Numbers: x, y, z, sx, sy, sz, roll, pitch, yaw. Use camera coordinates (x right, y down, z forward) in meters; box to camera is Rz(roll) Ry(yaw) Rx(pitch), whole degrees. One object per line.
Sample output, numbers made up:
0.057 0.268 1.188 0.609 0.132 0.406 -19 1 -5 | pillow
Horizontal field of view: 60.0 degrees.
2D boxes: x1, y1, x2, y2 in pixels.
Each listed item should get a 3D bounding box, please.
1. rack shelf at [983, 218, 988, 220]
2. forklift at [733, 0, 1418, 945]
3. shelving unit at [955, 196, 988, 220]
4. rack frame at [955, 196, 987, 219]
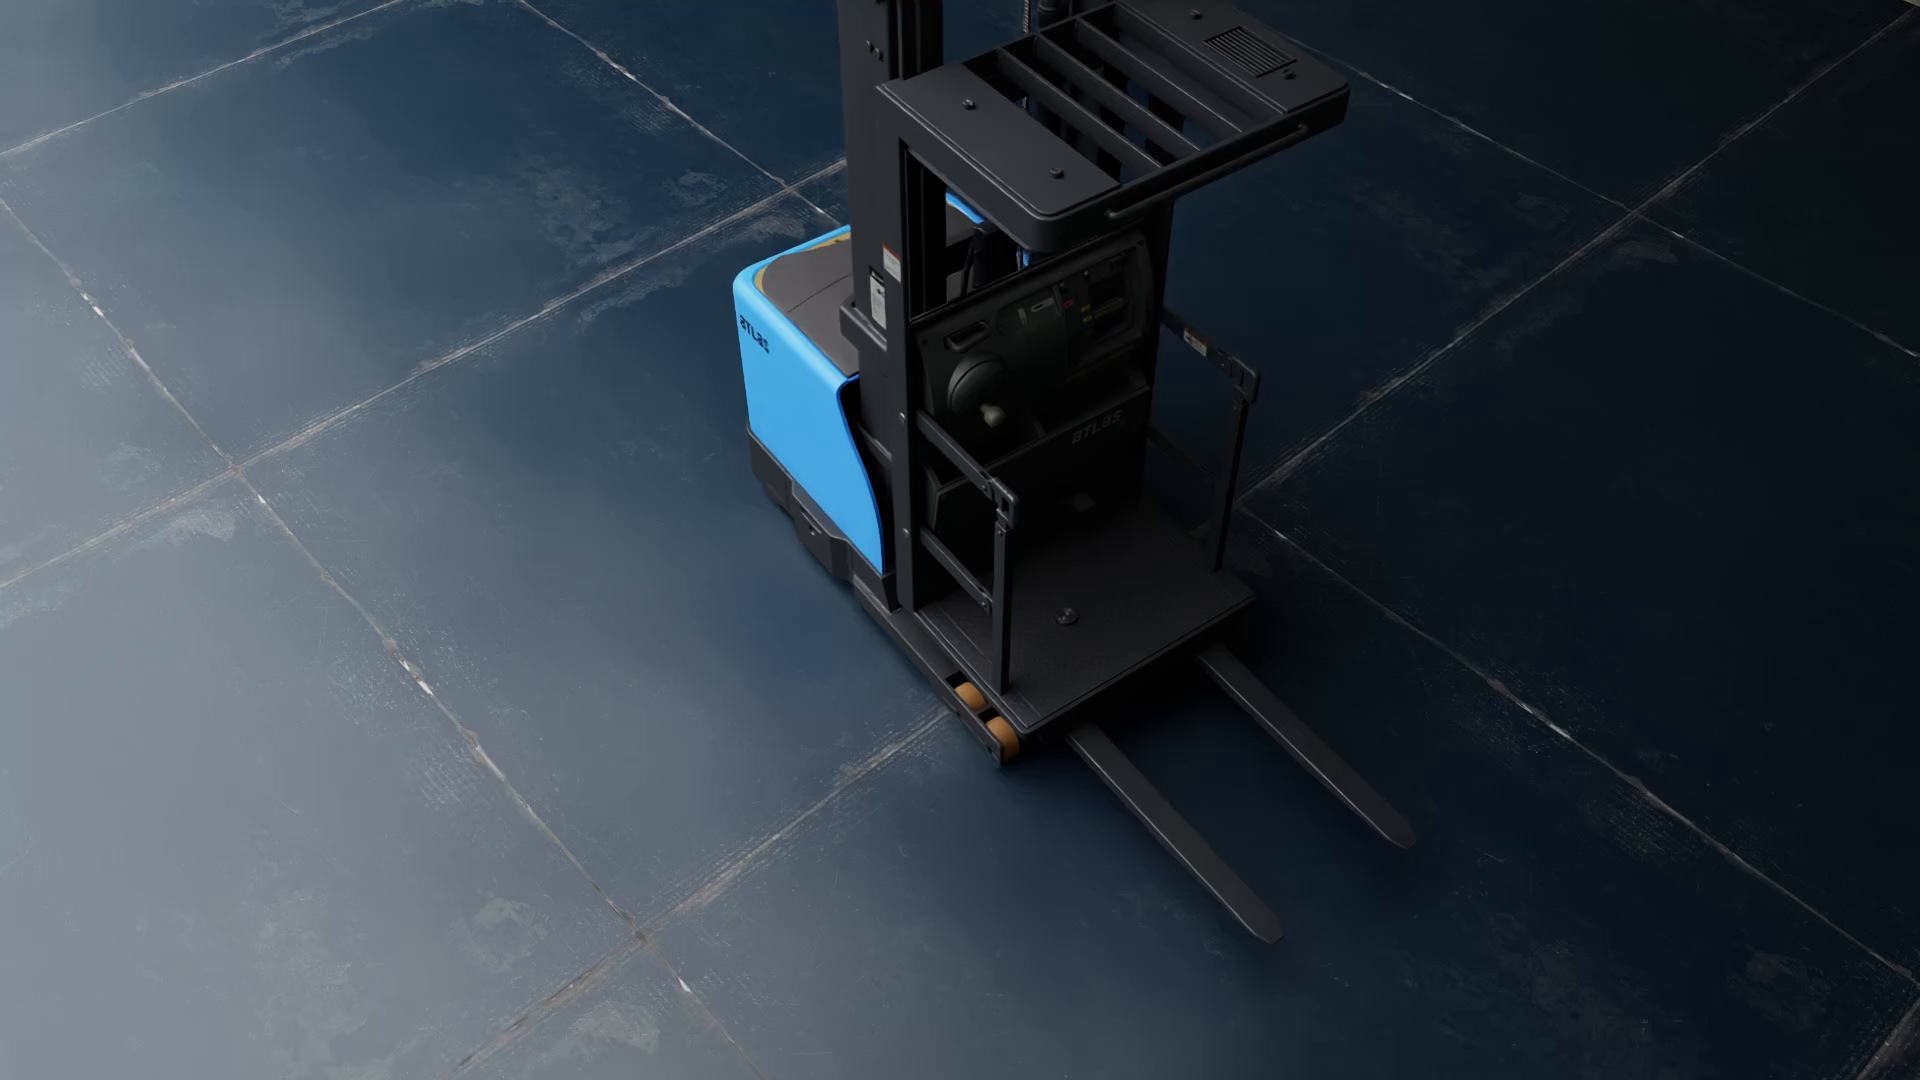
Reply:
0.013 -1.267 7.038 0.258 0.077 0.200 -4 47 -4 | rack shelf
0.387 -0.598 5.360 1.130 2.935 3.031 -28 53 -23 | forklift
0.013 -1.107 7.212 0.258 0.900 0.210 -4 47 -4 | shelving unit
0.003 -1.181 7.281 0.240 0.900 0.006 -4 47 -4 | rack frame
